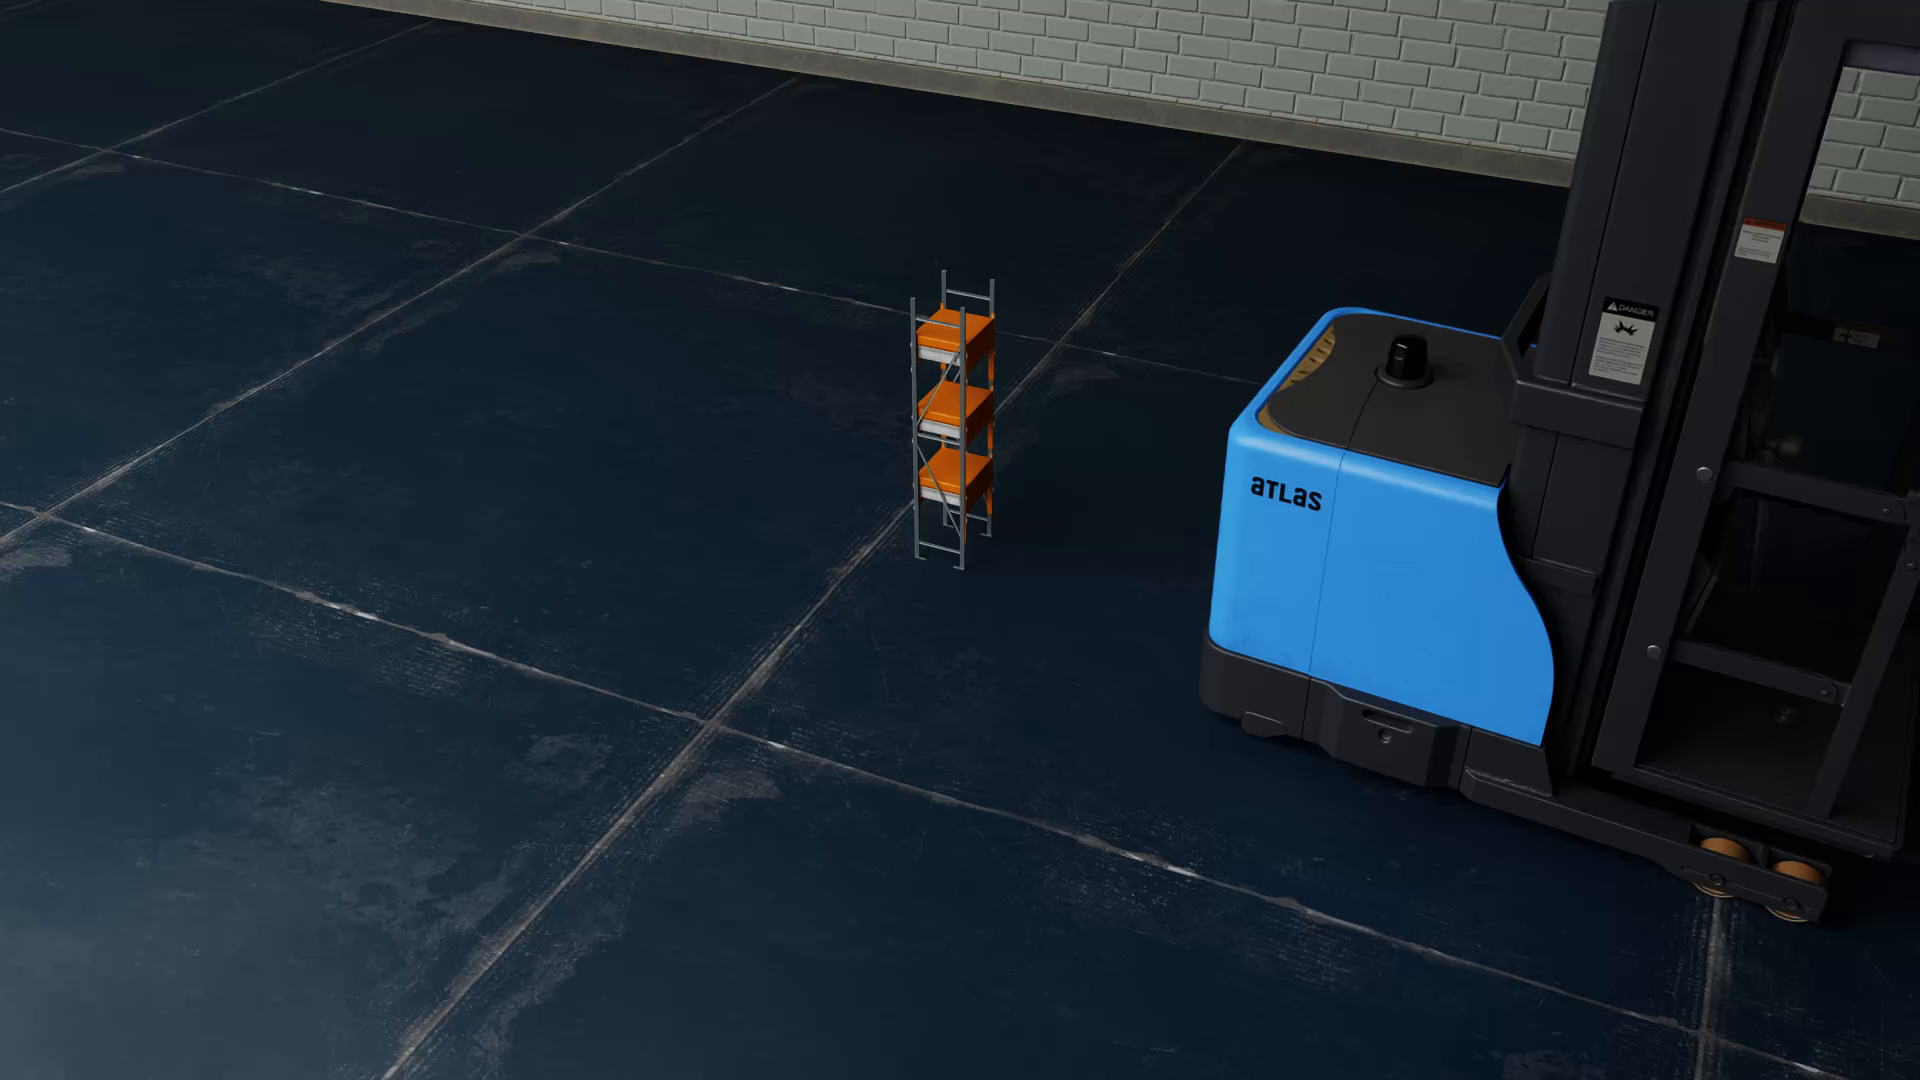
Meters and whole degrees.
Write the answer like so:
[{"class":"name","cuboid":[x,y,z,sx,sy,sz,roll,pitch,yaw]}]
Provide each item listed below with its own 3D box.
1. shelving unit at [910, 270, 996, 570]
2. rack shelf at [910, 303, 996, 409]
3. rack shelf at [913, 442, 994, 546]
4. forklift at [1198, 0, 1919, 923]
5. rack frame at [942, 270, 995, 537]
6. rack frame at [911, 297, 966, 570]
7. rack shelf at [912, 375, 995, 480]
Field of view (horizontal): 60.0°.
[{"class":"shelving unit","cuboid":[-0.022,-0.412,5.921,0.215,1.050,0.252,14,36,20]},{"class":"rack shelf","cuboid":[-0.022,-0.641,5.772,0.215,0.259,0.240,14,36,20]},{"class":"rack shelf","cuboid":[-0.022,-0.171,6.080,0.215,0.259,0.240,14,36,20]},{"class":"forklift","cuboid":[2.310,-0.498,4.337,3.031,2.935,1.130,17,37,24]},{"class":"rack frame","cuboid":[0.029,-0.473,6.014,0.200,1.050,0.008,14,36,20]},{"class":"rack frame","cuboid":[-0.073,-0.352,5.829,0.200,1.050,0.008,14,36,20]},{"class":"rack shelf","cuboid":[-0.022,-0.404,5.927,0.215,0.259,0.240,14,36,20]}]
